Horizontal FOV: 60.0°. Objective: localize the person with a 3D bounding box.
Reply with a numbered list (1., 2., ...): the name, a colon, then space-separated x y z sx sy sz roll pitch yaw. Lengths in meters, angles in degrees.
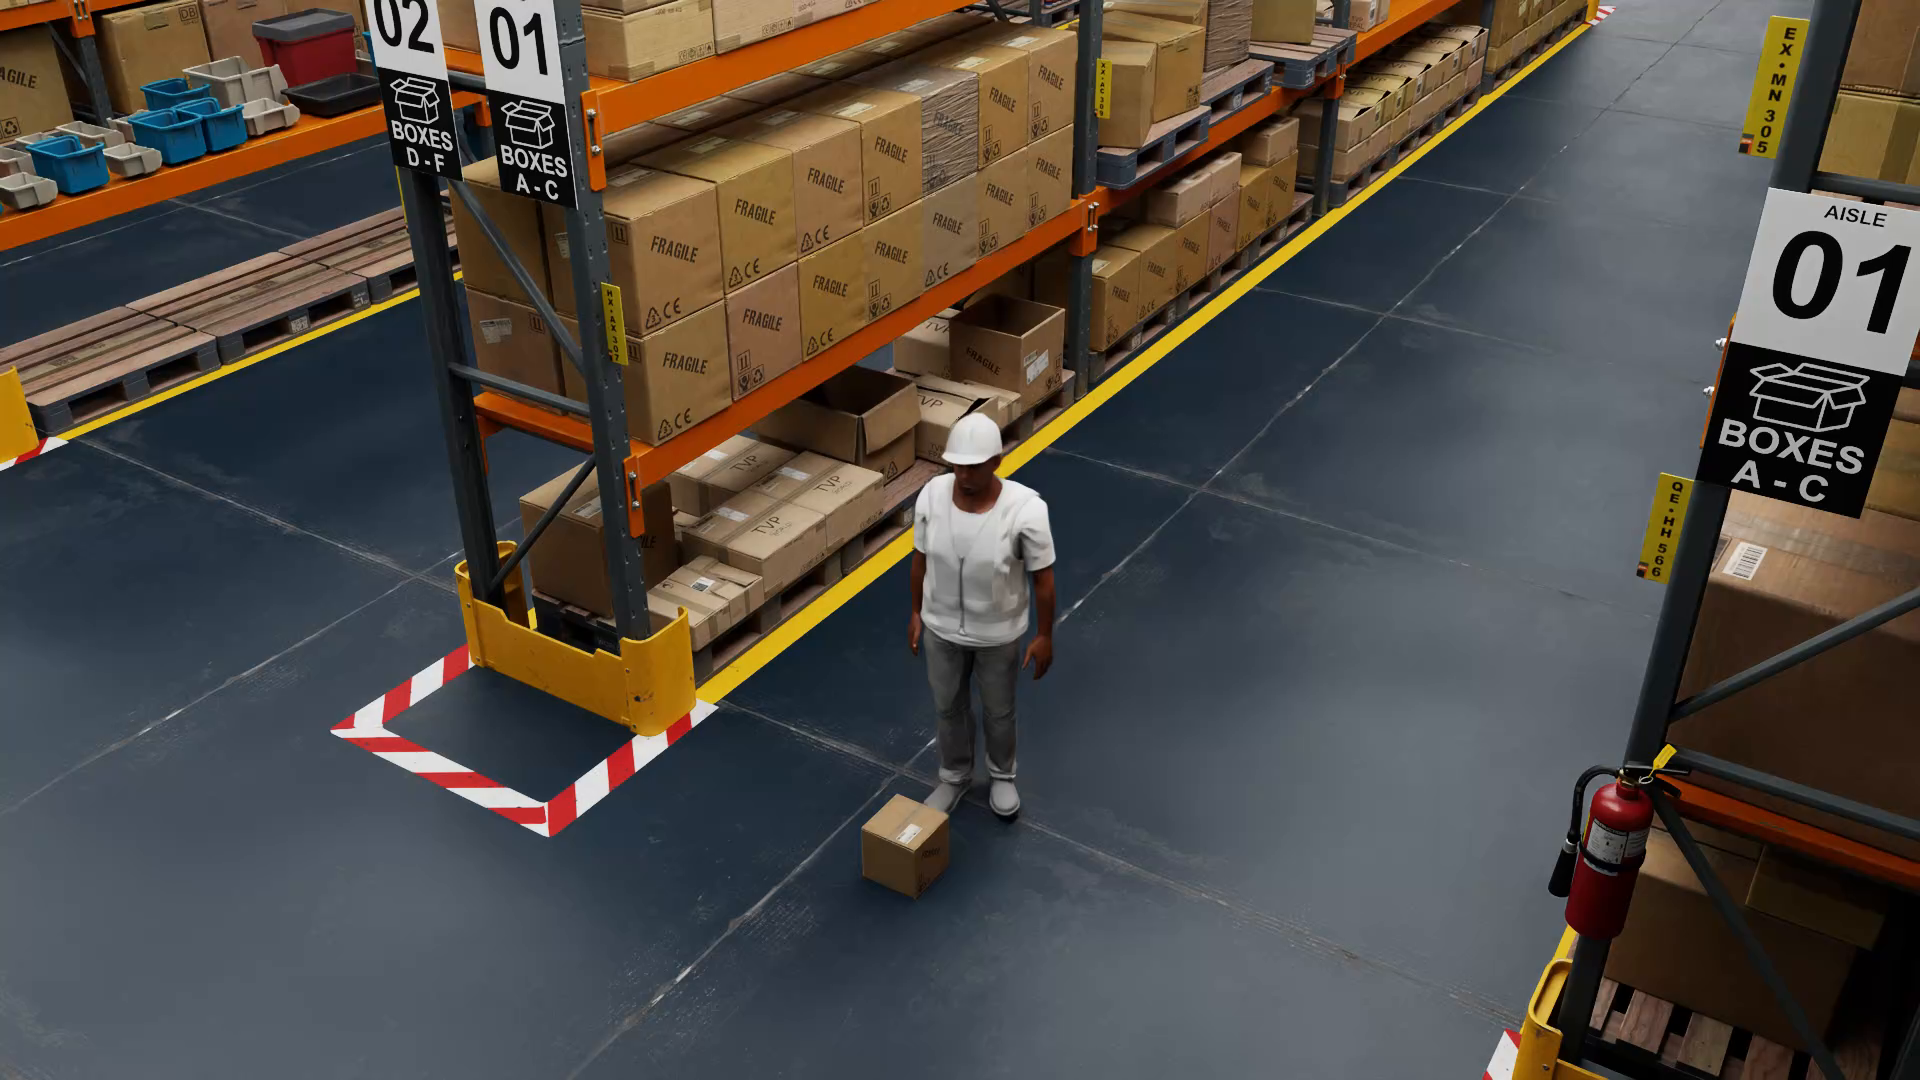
1. person: 0.081 0.335 6.534 0.610 1.792 0.388 10 32 17
